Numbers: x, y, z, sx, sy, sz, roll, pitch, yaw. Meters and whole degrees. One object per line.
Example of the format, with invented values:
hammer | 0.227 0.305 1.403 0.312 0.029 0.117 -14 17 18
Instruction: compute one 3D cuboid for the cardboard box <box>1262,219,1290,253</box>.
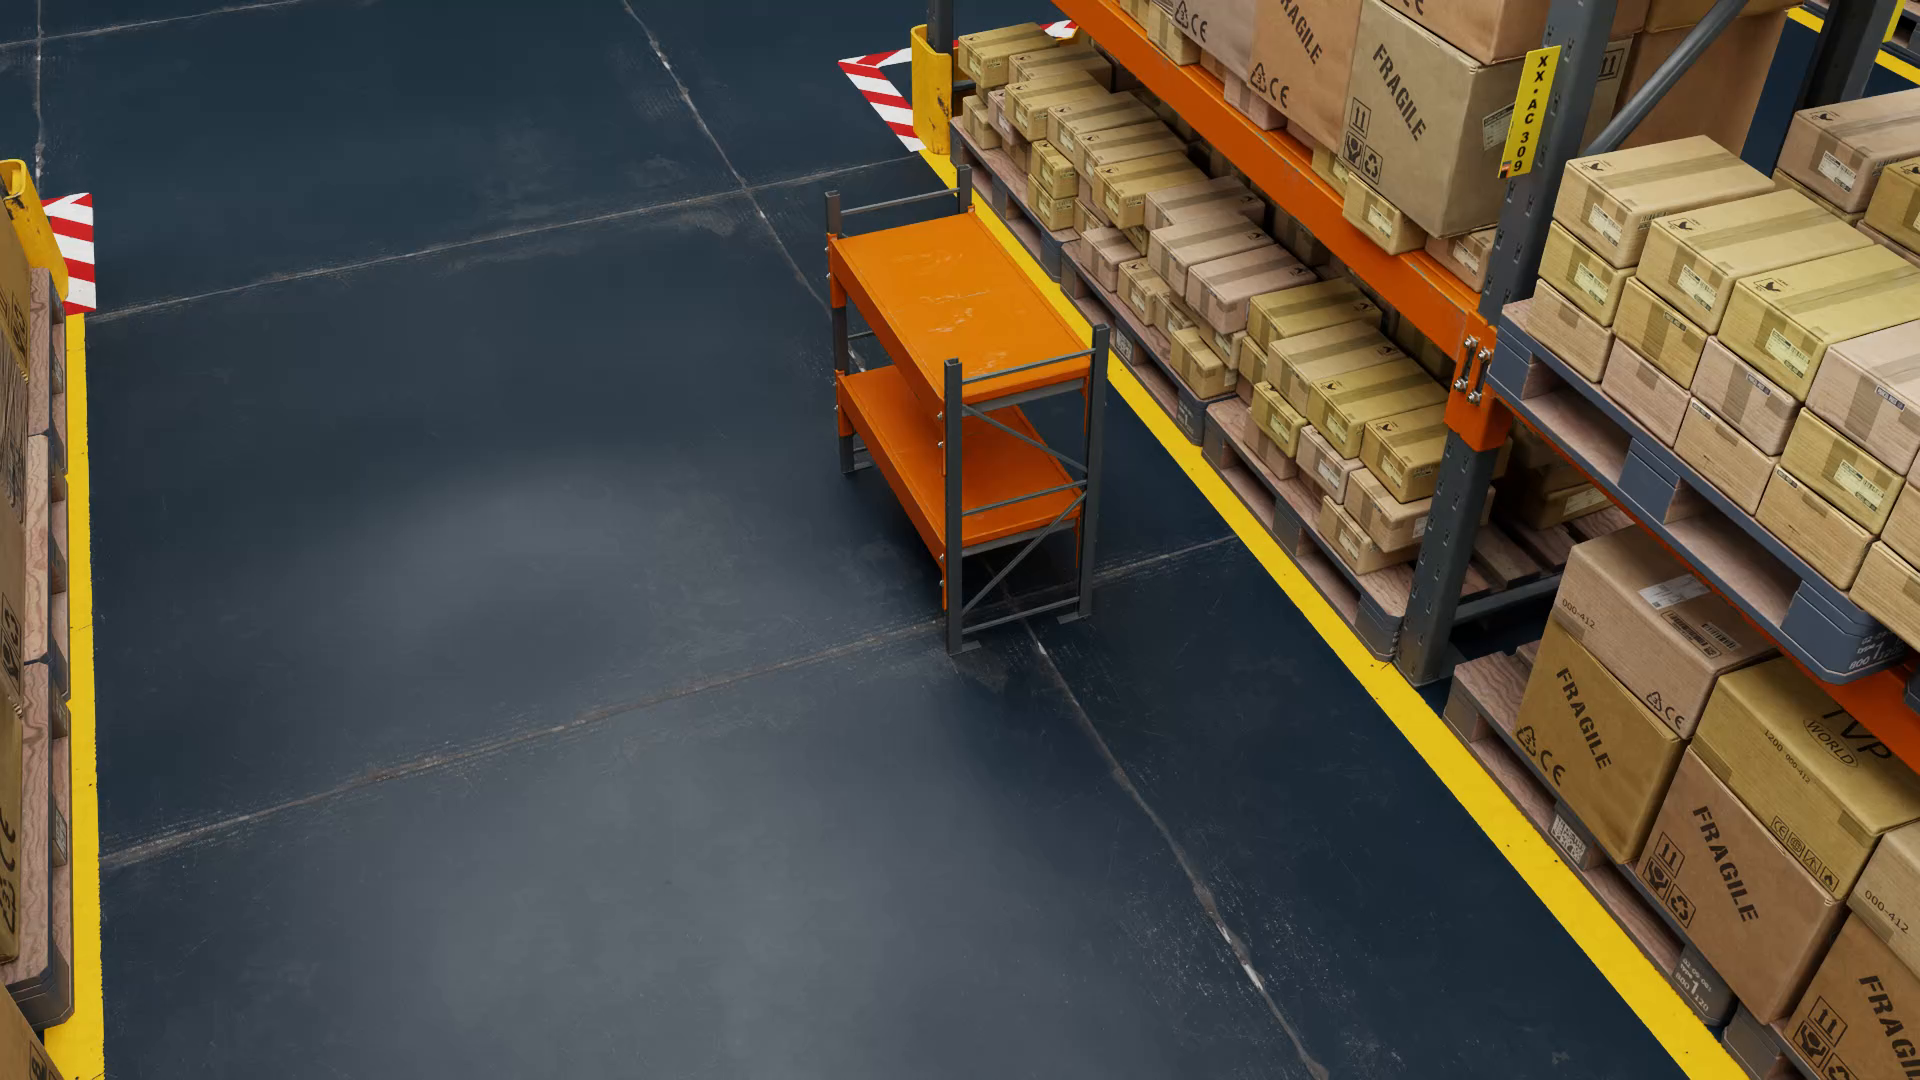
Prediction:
cardboard box | 1.416 -1.244 6.532 0.380 0.149 0.250 -15 43 -16

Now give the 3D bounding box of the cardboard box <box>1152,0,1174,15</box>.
cardboard box | 0.850 -2.131 5.622 0.500 0.500 0.500 -16 43 -18

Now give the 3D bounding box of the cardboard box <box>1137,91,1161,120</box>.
cardboard box | 0.995 -1.871 7.261 0.380 0.149 0.250 -17 43 -19

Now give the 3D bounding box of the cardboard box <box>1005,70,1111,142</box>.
cardboard box | 0.410 -1.823 6.977 0.380 0.149 0.250 -15 43 -17

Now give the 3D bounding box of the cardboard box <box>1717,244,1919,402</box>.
cardboard box | 1.793 -0.446 3.382 0.380 0.149 0.250 -15 43 -16

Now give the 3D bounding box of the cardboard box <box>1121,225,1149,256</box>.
cardboard box | 0.849 -1.275 6.569 0.380 0.149 0.250 -13 42 -15

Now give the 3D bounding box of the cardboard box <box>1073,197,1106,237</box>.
cardboard box | 0.692 -1.326 6.855 0.380 0.149 0.250 -15 43 -17

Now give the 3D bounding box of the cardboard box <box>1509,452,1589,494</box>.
cardboard box | 2.016 -0.319 5.456 0.380 0.149 0.250 -13 42 -15

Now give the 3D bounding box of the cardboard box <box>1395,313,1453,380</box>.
cardboard box | 1.726 -0.713 5.687 0.380 0.149 0.250 -16 43 -17

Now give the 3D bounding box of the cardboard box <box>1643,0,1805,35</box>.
cardboard box | 1.911 -1.692 4.345 0.500 0.500 0.500 -14 43 -16

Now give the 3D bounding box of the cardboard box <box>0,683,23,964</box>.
cardboard box | -2.941 0.576 4.087 0.875 0.875 0.875 -15 43 -17

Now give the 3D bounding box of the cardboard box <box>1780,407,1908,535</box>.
cardboard box | 1.885 -0.187 3.309 0.380 0.149 0.250 -17 43 -19

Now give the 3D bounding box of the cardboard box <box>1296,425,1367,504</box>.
cardboard box | 1.330 -0.291 5.424 0.380 0.149 0.250 -17 44 -19

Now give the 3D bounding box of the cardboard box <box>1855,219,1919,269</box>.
cardboard box | 2.295 -0.657 3.856 0.380 0.149 0.250 -15 43 -17

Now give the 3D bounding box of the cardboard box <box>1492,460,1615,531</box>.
cardboard box | 2.016 -0.207 5.555 0.380 0.149 0.250 -17 44 -19

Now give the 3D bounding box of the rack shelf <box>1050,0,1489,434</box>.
rack shelf | 1.094 -1.762 6.050 1.077 0.370 4.000 -15 43 -17

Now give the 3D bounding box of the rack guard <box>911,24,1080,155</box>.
rack guard | 0.357 -2.246 7.978 1.175 0.500 0.348 -15 43 -17

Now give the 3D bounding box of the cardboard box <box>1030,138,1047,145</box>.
cardboard box | 0.520 -1.746 7.116 0.380 0.149 0.250 -15 43 -16

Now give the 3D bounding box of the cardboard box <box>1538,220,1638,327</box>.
cardboard box | 1.585 -0.654 3.853 0.380 0.149 0.250 -14 43 -16

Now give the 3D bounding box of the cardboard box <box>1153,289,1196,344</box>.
cardboard box | 0.960 -0.856 6.310 0.380 0.149 0.250 -14 43 -16

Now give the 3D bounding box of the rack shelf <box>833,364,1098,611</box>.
rack shelf | -0.003 -0.245 5.547 0.538 0.278 1.000 -15 43 -17

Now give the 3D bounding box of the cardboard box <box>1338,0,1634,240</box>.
cardboard box | 1.413 -1.201 4.541 0.500 0.500 0.500 -15 43 -17

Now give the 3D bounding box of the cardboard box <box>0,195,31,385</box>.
cardboard box | -3.974 -1.051 5.979 0.875 0.875 0.875 -15 43 -17

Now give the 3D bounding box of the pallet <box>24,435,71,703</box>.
pallet | -3.452 0.191 5.366 1.003 0.211 1.213 -15 43 -17

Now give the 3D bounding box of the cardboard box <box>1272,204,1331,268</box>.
cardboard box | 1.402 -1.182 6.232 0.380 0.149 0.250 -17 43 -19

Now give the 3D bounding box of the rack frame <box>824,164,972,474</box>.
rack frame | -0.197 -0.737 5.744 0.500 1.125 0.032 -15 43 -17

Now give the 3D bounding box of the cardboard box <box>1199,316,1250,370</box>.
cardboard box | 1.090 -0.772 5.984 0.380 0.149 0.250 -14 43 -16

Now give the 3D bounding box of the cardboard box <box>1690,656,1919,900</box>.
cardboard box | 2.104 0.506 3.881 0.500 0.250 0.500 -14 43 -16

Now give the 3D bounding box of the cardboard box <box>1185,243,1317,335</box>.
cardboard box | 1.030 -0.891 5.894 0.380 0.149 0.250 -17 44 -19

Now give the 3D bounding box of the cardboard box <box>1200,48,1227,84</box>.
cardboard box | 1.031 -1.636 5.545 0.380 0.149 0.250 -16 43 -17

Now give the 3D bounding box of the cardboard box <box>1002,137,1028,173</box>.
cardboard box | 0.409 -1.785 7.389 0.380 0.149 0.250 -15 43 -17

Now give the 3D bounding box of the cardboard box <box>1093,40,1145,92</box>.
cardboard box | 0.808 -2.122 7.325 0.380 0.149 0.250 -14 43 -16

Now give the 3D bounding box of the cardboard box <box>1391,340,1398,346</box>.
cardboard box | 1.609 -0.750 5.958 0.380 0.149 0.250 -17 44 -19

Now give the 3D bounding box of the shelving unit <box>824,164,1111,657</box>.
shelving unit | -0.003 -0.431 5.388 0.538 1.125 1.048 -15 43 -17

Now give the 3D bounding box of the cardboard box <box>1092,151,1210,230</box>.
cardboard box | 0.737 -1.355 6.433 0.380 0.149 0.250 -14 43 -16

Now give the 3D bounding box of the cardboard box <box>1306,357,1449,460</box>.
cardboard box | 1.348 -0.427 5.354 0.380 0.149 0.250 -15 43 -16

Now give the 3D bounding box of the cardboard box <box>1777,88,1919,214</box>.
cardboard box | 2.193 -0.926 3.941 0.380 0.149 0.250 -13 42 -15

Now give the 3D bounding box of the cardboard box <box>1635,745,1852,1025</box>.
cardboard box | 2.101 0.789 4.127 0.500 0.500 0.500 -13 42 -15

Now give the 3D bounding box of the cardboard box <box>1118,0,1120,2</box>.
cardboard box | 0.714 -2.101 6.086 0.380 0.149 0.250 -16 43 -18

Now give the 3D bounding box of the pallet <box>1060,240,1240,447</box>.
pallet | 1.099 -0.904 6.639 1.003 0.211 1.213 -15 43 -17

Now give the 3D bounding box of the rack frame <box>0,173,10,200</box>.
rack frame | -4.293 -2.063 5.848 1.000 3.000 0.127 -15 43 -17

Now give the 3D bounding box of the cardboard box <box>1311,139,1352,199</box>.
cardboard box | 1.287 -1.152 4.982 0.380 0.149 0.250 -13 42 -15

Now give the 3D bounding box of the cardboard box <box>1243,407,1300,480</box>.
cardboard box | 1.211 -0.380 5.755 0.380 0.149 0.250 -16 43 -18

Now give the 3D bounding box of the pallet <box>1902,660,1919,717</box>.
pallet | 2.594 0.471 3.049 1.003 0.211 1.213 -15 43 -17

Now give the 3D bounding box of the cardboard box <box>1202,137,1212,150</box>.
cardboard box | 1.219 -1.678 6.808 0.380 0.149 0.250 -14 43 -15

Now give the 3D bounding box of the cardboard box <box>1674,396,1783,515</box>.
cardboard box | 1.788 -0.224 3.581 0.380 0.149 0.250 -15 43 -17
